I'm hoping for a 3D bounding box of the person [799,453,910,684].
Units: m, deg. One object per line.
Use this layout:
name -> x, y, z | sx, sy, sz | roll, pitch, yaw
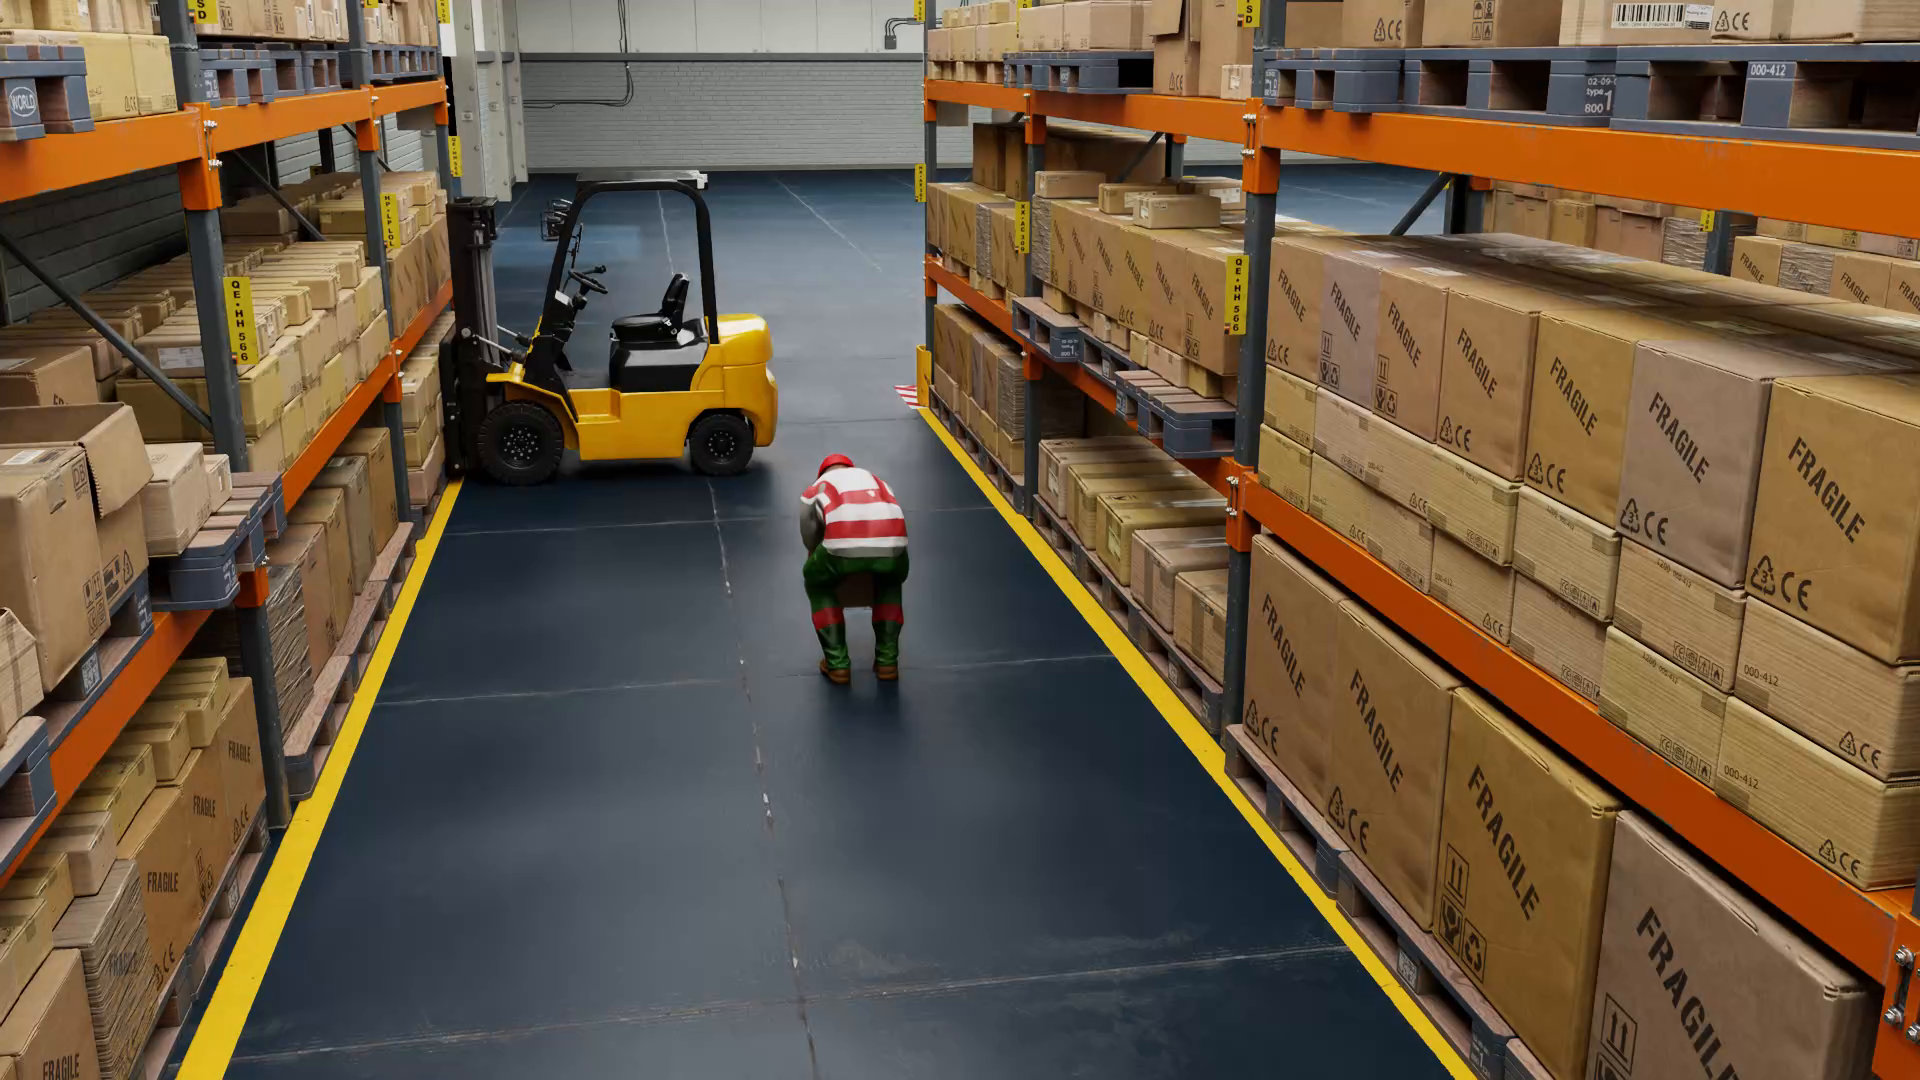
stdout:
person -> -0.541, 0.140, 8.402 | 0.533, 1.011, 0.958 | -4, 17, -13
